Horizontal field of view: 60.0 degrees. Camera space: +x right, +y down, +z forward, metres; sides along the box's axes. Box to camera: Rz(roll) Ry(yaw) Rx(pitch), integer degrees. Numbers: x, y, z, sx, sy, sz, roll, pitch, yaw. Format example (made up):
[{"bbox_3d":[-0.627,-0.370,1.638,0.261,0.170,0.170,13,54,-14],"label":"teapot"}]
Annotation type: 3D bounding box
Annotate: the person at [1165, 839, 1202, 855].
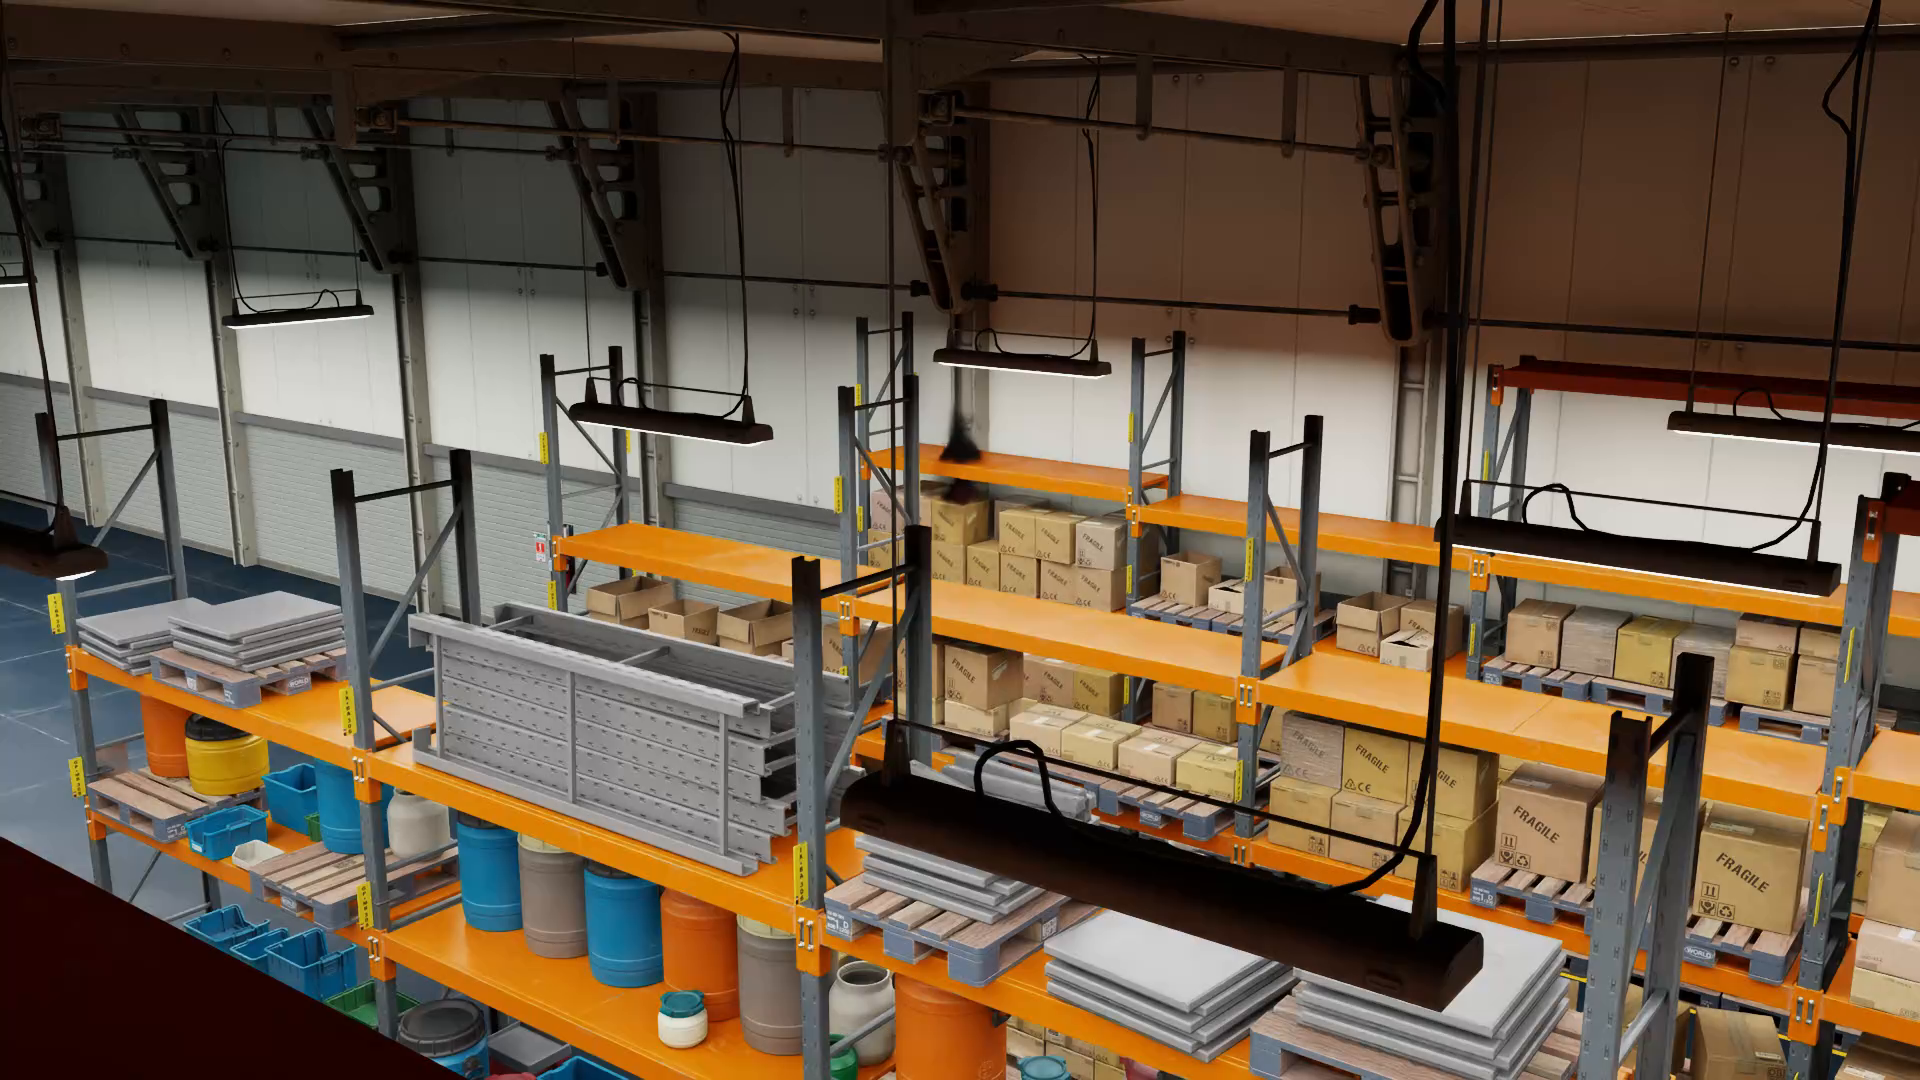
[{"bbox_3d":[2.280,3.619,15.892,0.702,1.716,0.657,5,14,21],"label":"person"}]
